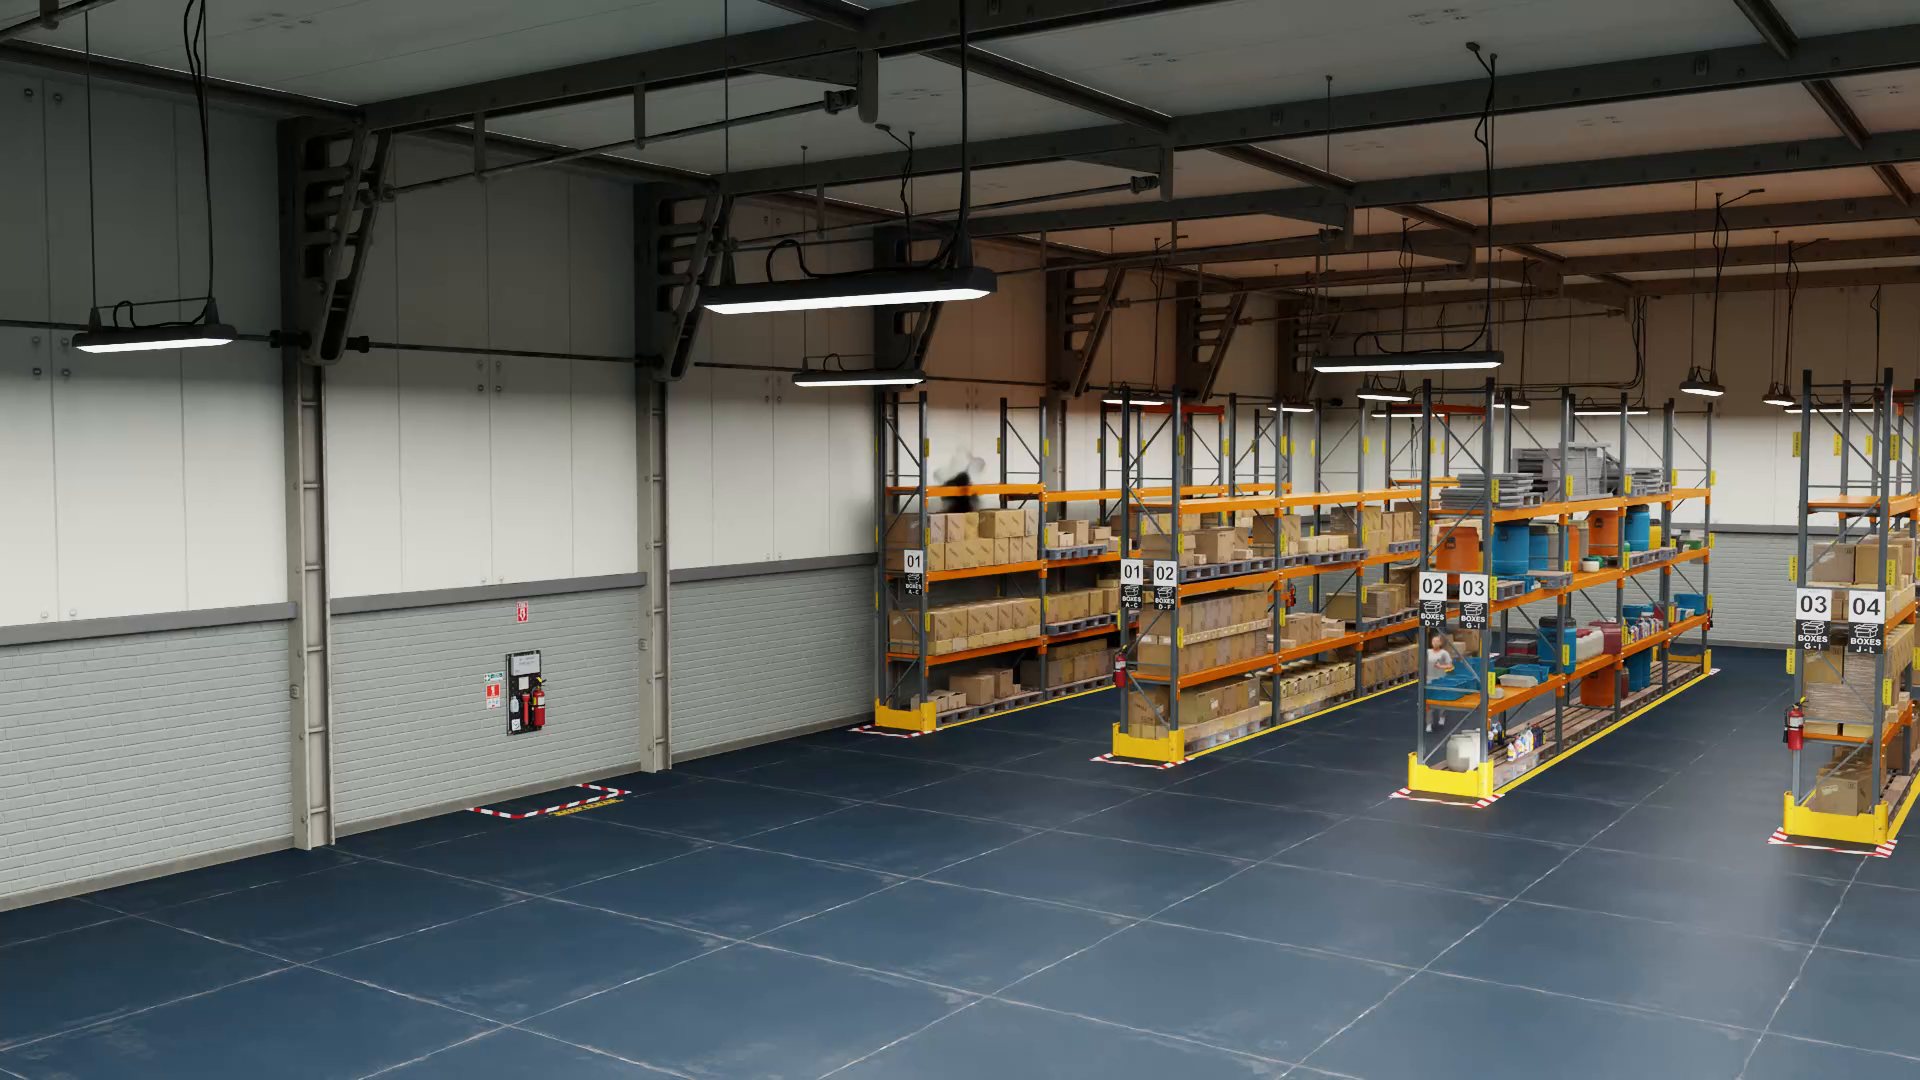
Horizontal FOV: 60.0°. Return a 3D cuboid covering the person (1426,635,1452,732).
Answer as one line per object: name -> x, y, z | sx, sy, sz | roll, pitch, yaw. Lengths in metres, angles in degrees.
person -> 8.425, 2.506, 29.447 | 0.560, 1.665, 0.960 | 1, 4, 25
